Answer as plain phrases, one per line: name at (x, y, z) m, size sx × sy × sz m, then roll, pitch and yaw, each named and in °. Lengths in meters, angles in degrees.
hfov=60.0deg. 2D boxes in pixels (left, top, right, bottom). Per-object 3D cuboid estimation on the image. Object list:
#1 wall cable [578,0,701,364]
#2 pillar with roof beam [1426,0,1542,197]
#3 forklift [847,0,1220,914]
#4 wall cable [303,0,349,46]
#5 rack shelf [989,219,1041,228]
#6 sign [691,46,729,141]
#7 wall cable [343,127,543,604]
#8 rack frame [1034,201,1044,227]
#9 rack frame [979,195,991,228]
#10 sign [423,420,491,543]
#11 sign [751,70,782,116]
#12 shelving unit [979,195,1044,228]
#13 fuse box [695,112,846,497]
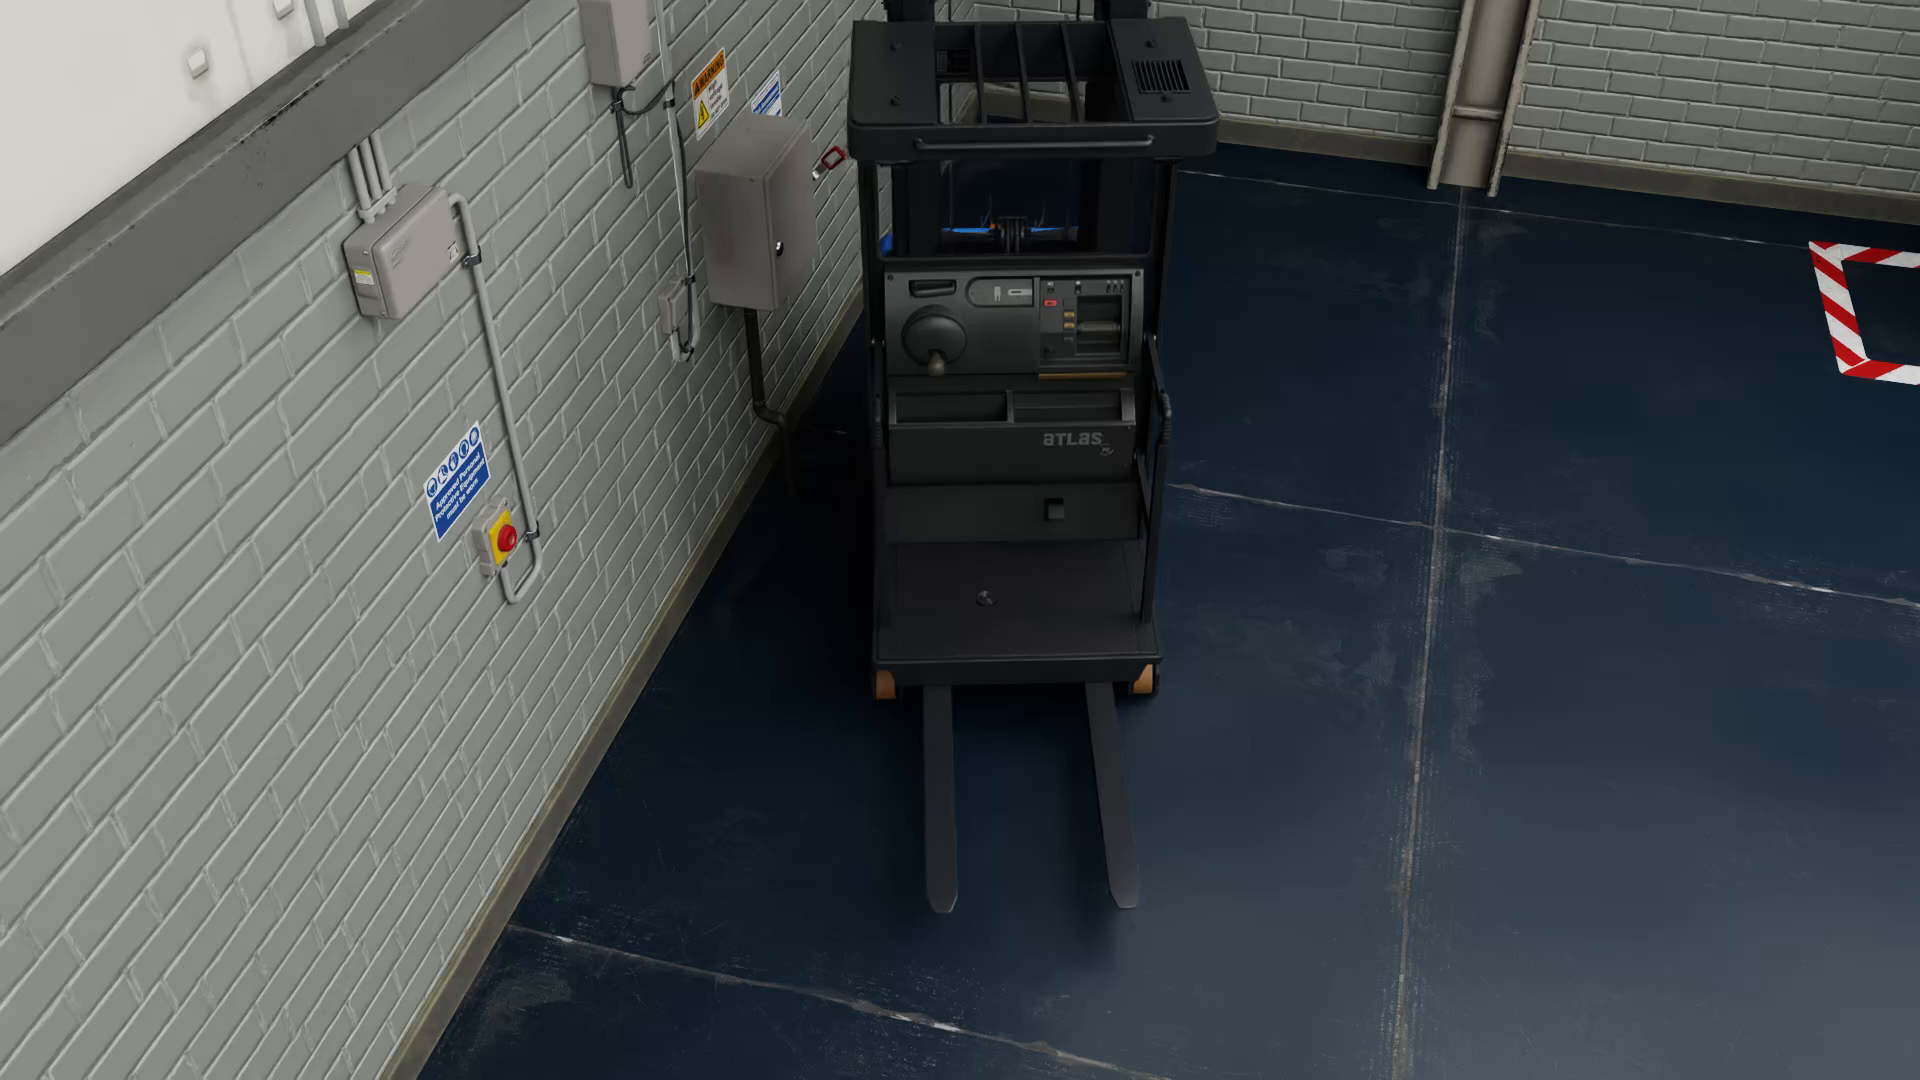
wall cable at (-1.056, -1.363, 5.751) m, size 0.122 × 1.984 × 0.588 m, roll 10°, pitch 41°, yaw 11°
pillar with roof beam at (1.836, -2.884, 3.686) m, size 0.400 × 9.000 × 9.100 m, roll 10°, pitch 41°, yaw 11°
forklift at (0.203, -0.709, 5.816) m, size 1.130 × 2.935 × 3.031 m, roll -1°, pitch 40°, yaw -1°
wall cable at (-1.526, -2.236, 2.915) m, size 0.029 × 3.000 × 0.463 m, roll 10°, pitch 41°, yaw 11°
rack shelf at (0.230, -1.276, 7.527) m, size 0.240 × 0.259 × 0.215 m, roll 8°, pitch 40°, yaw 10°
sign at (-0.942, -1.688, 6.286) m, size 0.001 × 0.242 × 0.339 m, roll 10°, pitch 41°, yaw 11°
wall cable at (-1.412, -0.492, 4.689) m, size 0.123 × 1.953 × 0.585 m, roll 10°, pitch 41°, yaw 11°
rack frame at (0.348, -1.047, 7.679) m, size 0.008 × 1.050 × 0.200 m, roll 8°, pitch 40°, yaw 10°
rack frame at (0.110, -1.083, 7.721) m, size 0.008 × 1.050 × 0.200 m, roll 8°, pitch 40°, yaw 10°
sign at (-1.483, -0.175, 4.916) m, size 0.001 × 0.218 × 0.327 m, roll 10°, pitch 41°, yaw 11°
sign at (-0.800, -1.677, 6.988) m, size 0.001 × 0.494 × 0.329 m, roll 10°, pitch 41°, yaw 11°
shelving unit at (0.229, -1.065, 7.700) m, size 0.252 × 1.050 × 0.215 m, roll 8°, pitch 40°, yaw 10°
fuse box at (-0.728, -0.879, 6.966) m, size 0.414 × 1.711 × 0.539 m, roll 10°, pitch 41°, yaw 11°
